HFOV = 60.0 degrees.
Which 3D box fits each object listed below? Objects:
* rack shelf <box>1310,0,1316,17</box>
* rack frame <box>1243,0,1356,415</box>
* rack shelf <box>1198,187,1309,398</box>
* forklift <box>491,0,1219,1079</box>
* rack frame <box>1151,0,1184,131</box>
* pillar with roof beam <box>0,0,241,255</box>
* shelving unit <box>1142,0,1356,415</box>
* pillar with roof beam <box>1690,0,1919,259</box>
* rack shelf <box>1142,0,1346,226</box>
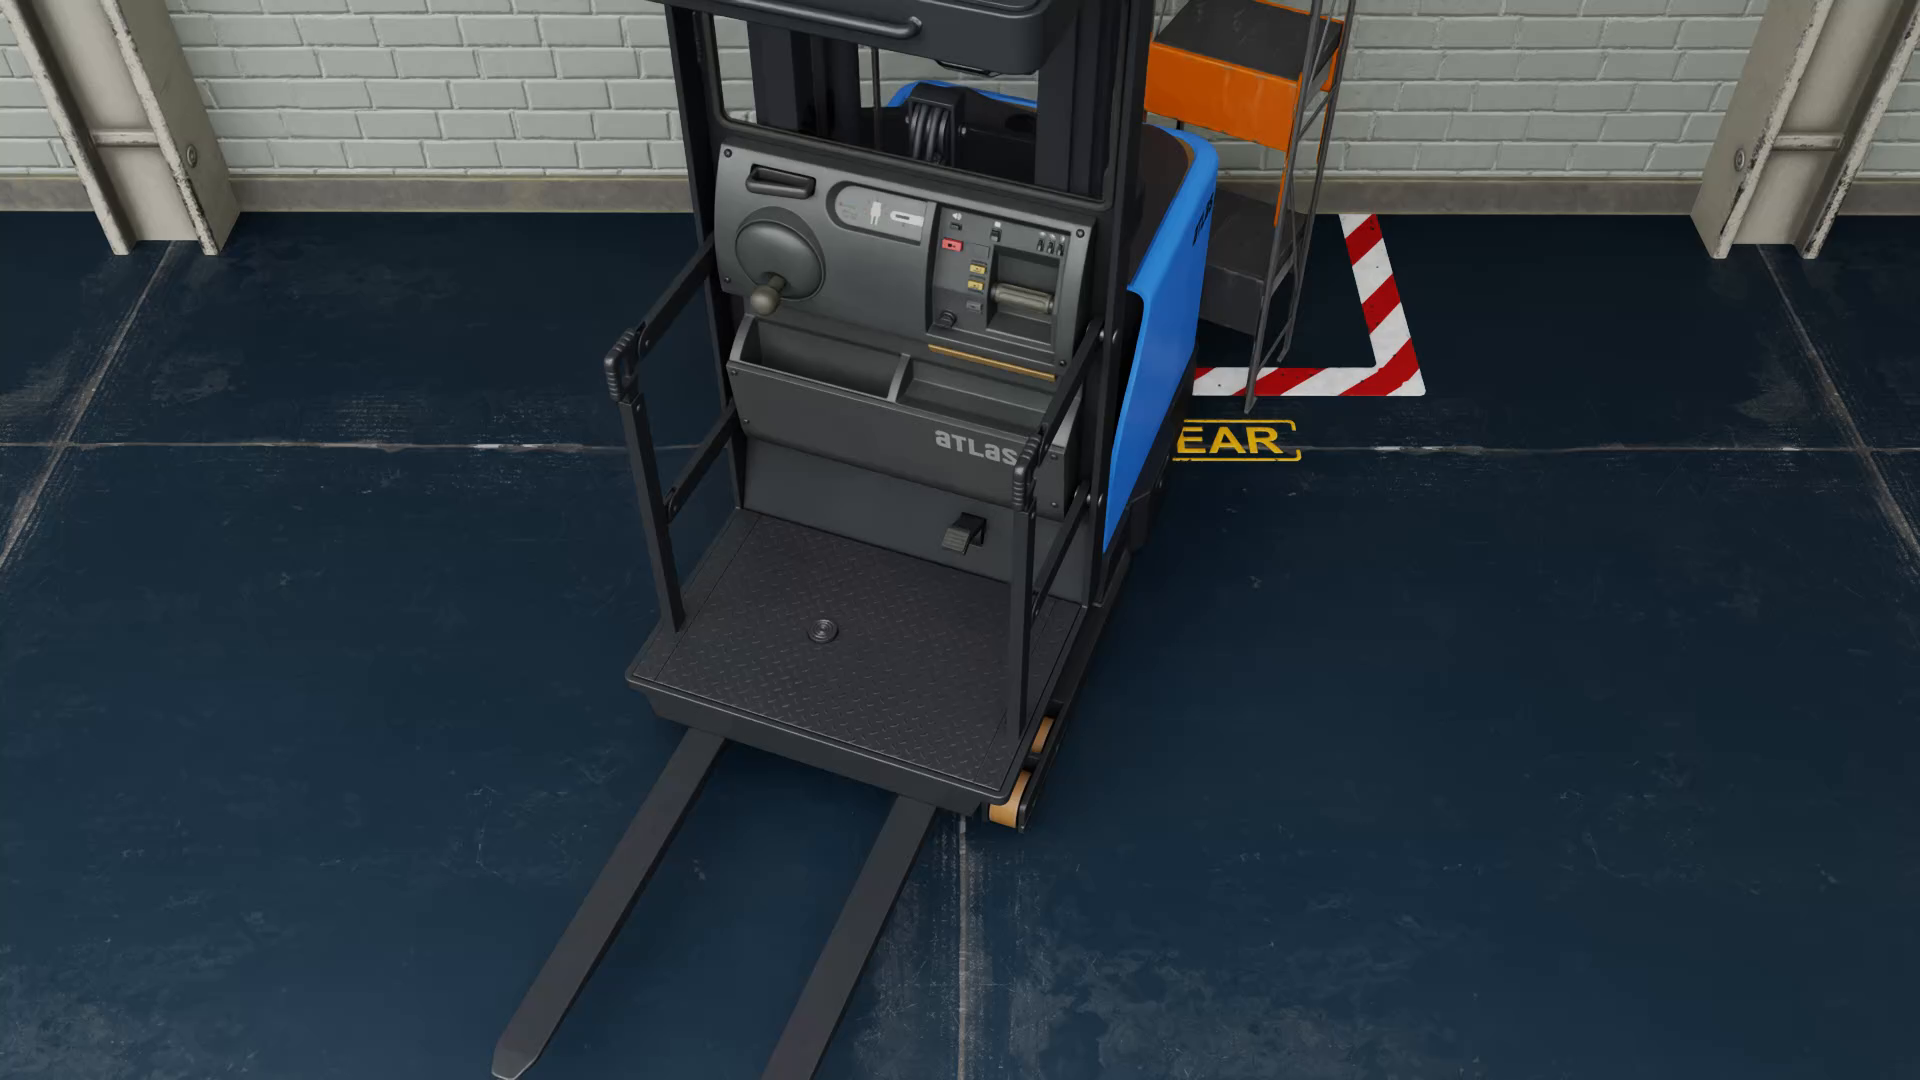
[{"bbox_3d":[0.856,-1.829,4.578,0.480,0.518,0.431,22,50,19],"label":"rack shelf"},{"bbox_3d":[1.068,-1.273,4.999,0.015,2.100,0.400,22,50,19],"label":"rack frame"},{"bbox_3d":[0.851,-0.870,5.598,0.480,0.518,0.431,22,50,19],"label":"rack shelf"},{"bbox_3d":[-0.223,-0.572,3.780,1.130,2.935,3.031,16,49,14],"label":"forklift"},{"bbox_3d":[0.640,-1.445,5.158,0.015,2.100,0.400,22,50,19],"label":"rack frame"},{"bbox_3d":[-2.999,-1.100,0.126,0.400,9.000,9.100,0,47,0],"label":"pillar with roof beam"},{"bbox_3d":[0.854,-1.359,5.078,0.503,2.100,0.431,22,50,19],"label":"shelving unit"},{"bbox_3d":[3.001,-1.084,0.111,0.400,9.000,9.100,0,47,0],"label":"pillar with roof beam"},{"bbox_3d":[0.854,-1.350,5.088,0.480,0.518,0.431,22,50,19],"label":"rack shelf"}]
